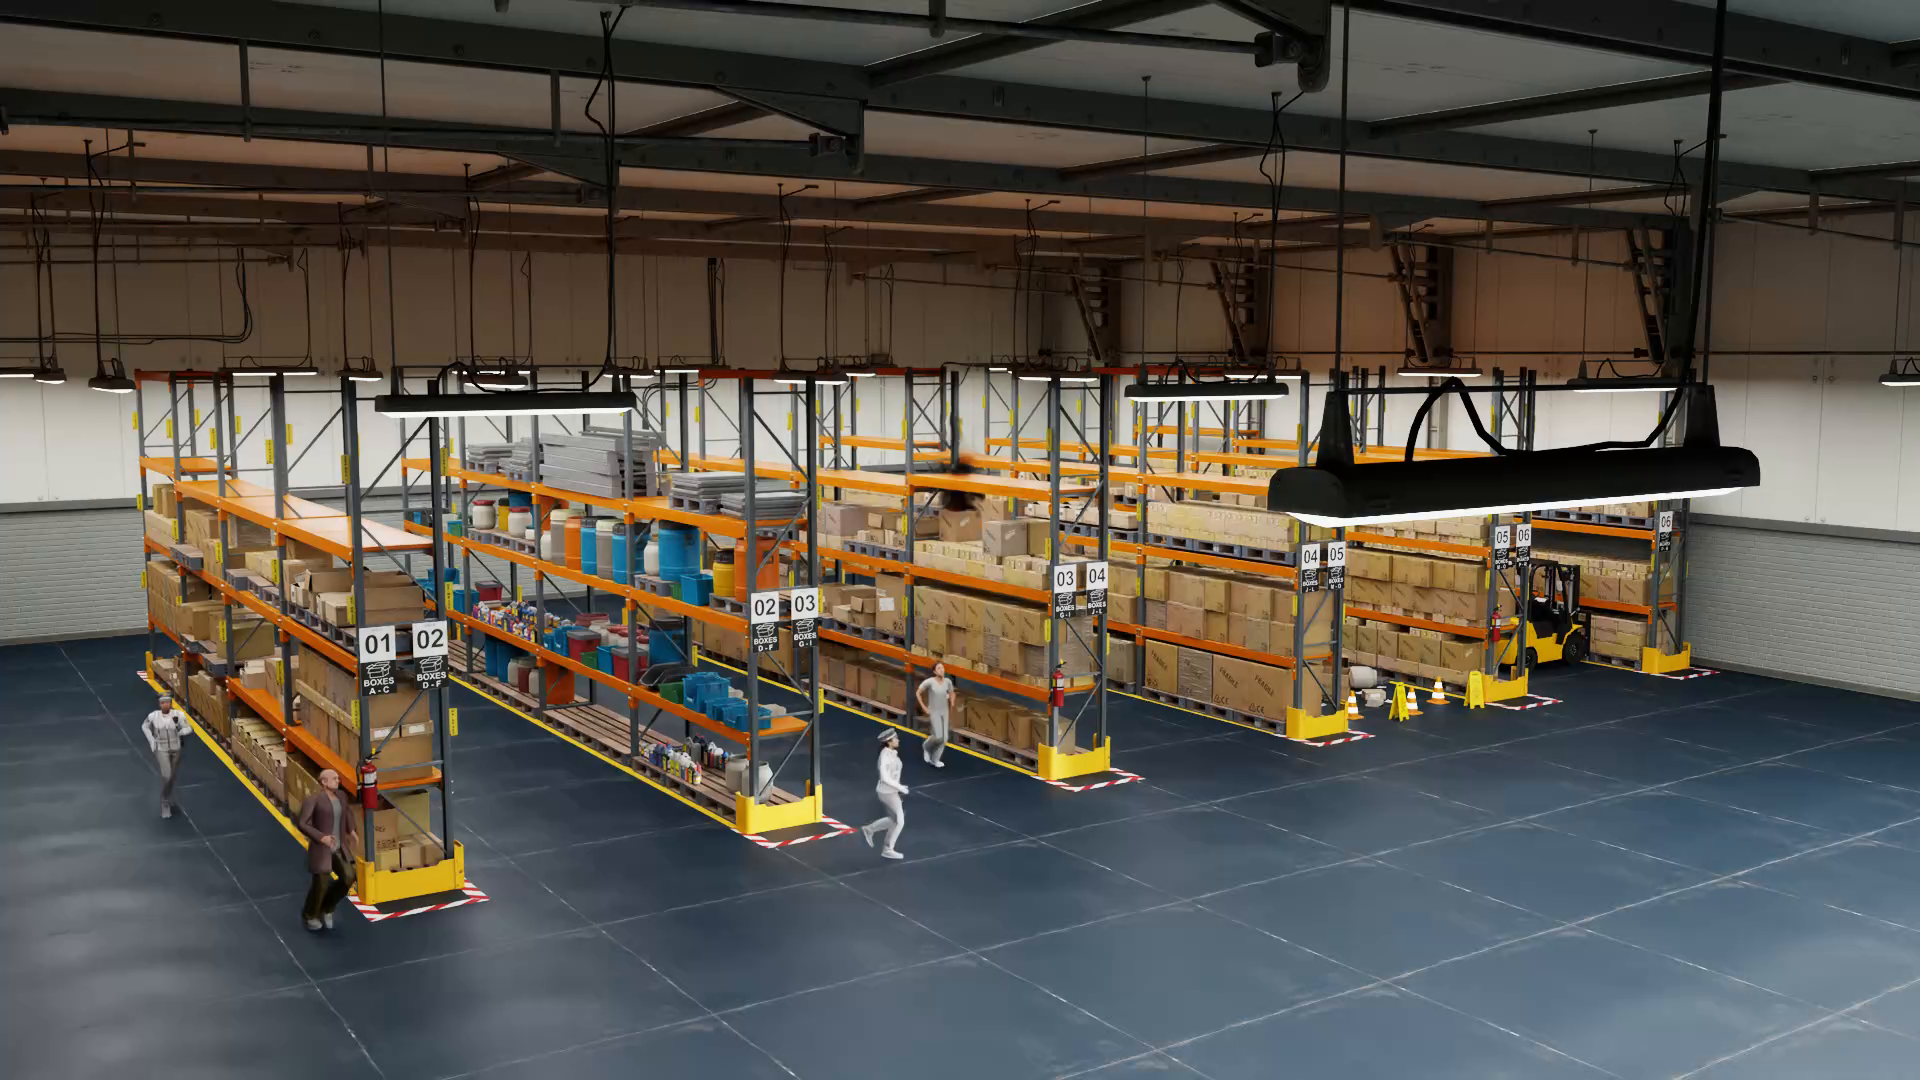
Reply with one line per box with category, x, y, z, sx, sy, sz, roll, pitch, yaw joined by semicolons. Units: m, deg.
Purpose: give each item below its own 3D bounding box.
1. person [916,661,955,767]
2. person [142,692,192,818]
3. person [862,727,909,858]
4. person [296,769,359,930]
person;-0.321;2.657;25.290;0.609;1.638;0.527;-3;7;-28
person;-10.871;2.932;22.872;0.578;1.757;0.719;-5;8;-36
person;-0.939;3.172;20.919;0.599;1.662;0.665;0;6;-2
person;-6.938;3.404;18.345;0.612;1.752;0.786;4;8;32
